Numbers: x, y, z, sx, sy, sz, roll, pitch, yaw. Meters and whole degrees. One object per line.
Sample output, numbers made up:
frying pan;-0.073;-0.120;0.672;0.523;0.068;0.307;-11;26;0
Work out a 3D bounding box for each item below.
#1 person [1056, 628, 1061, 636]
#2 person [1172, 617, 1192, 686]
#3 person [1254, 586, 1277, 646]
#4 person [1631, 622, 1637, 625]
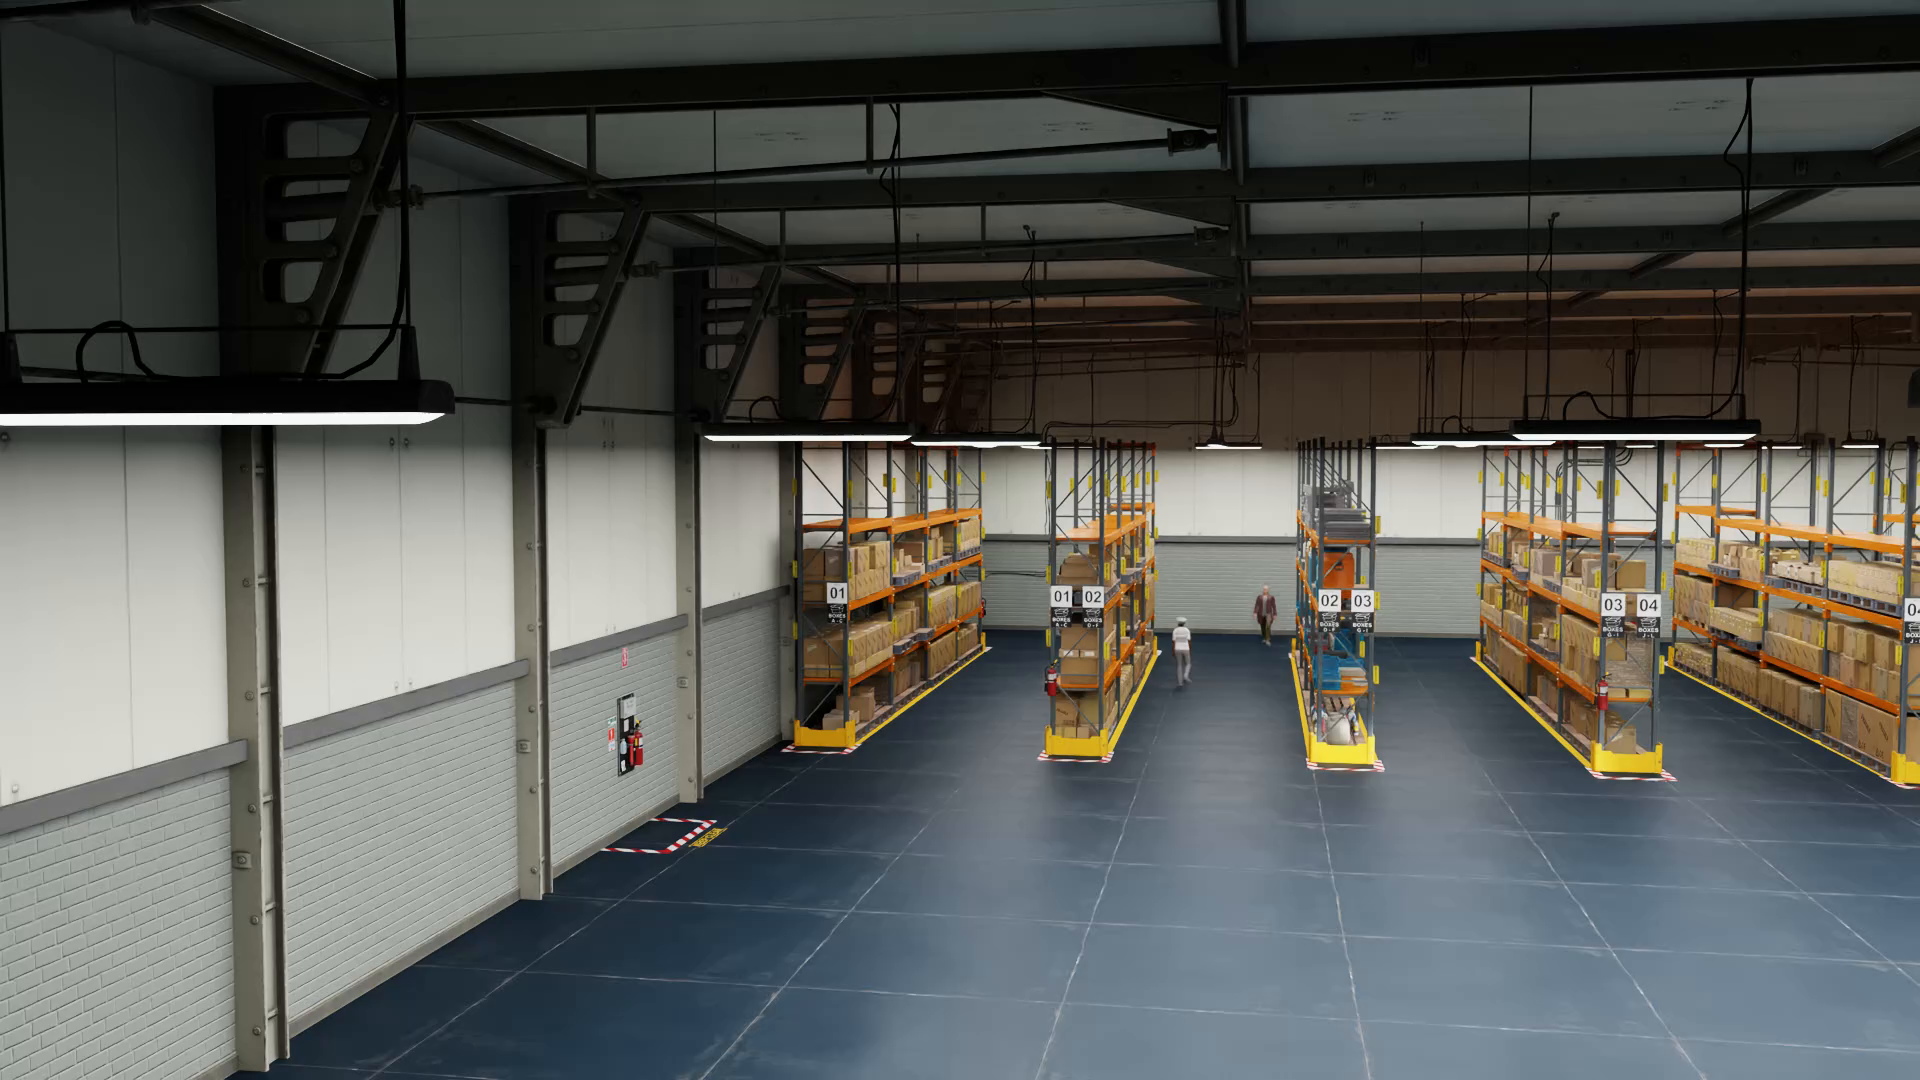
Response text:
person;3.293;2.188;51.121;1.039;1.666;0.528;3;4;41
person;5.440;2.732;40.696;0.515;1.683;0.511;1;3;11
person;9.039;2.225;49.296;0.673;1.722;1.059;1;3;19
person;17.776;2.553;43.743;0.579;1.723;0.565;1;3;10
